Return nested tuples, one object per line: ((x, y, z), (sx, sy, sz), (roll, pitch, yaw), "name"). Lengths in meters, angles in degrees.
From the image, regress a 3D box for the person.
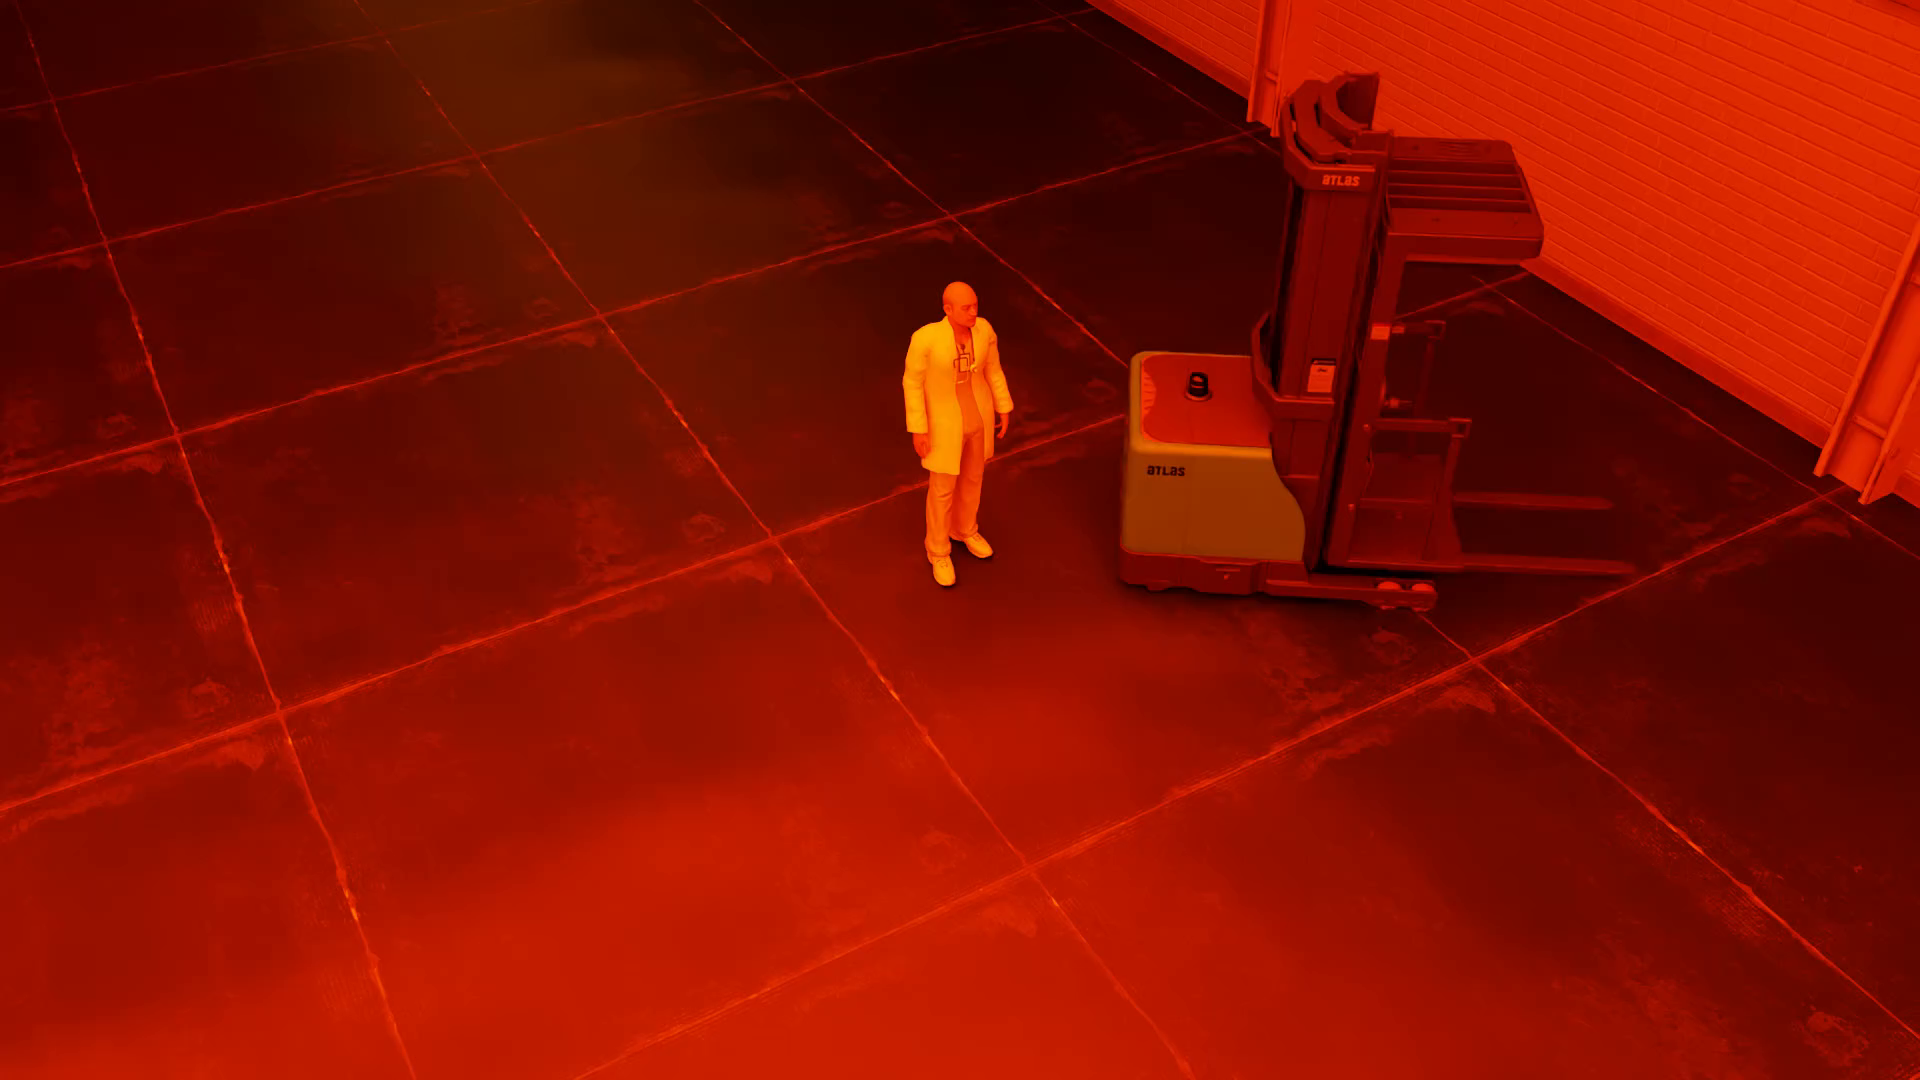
((0.041, -0.638, 9.698), (0.696, 1.776, 0.581), (-20, 44, -23), "person")

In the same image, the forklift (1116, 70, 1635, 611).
((2.485, -1.064, 9.319), (3.031, 2.935, 1.130), (3, 40, 4), "forklift")
